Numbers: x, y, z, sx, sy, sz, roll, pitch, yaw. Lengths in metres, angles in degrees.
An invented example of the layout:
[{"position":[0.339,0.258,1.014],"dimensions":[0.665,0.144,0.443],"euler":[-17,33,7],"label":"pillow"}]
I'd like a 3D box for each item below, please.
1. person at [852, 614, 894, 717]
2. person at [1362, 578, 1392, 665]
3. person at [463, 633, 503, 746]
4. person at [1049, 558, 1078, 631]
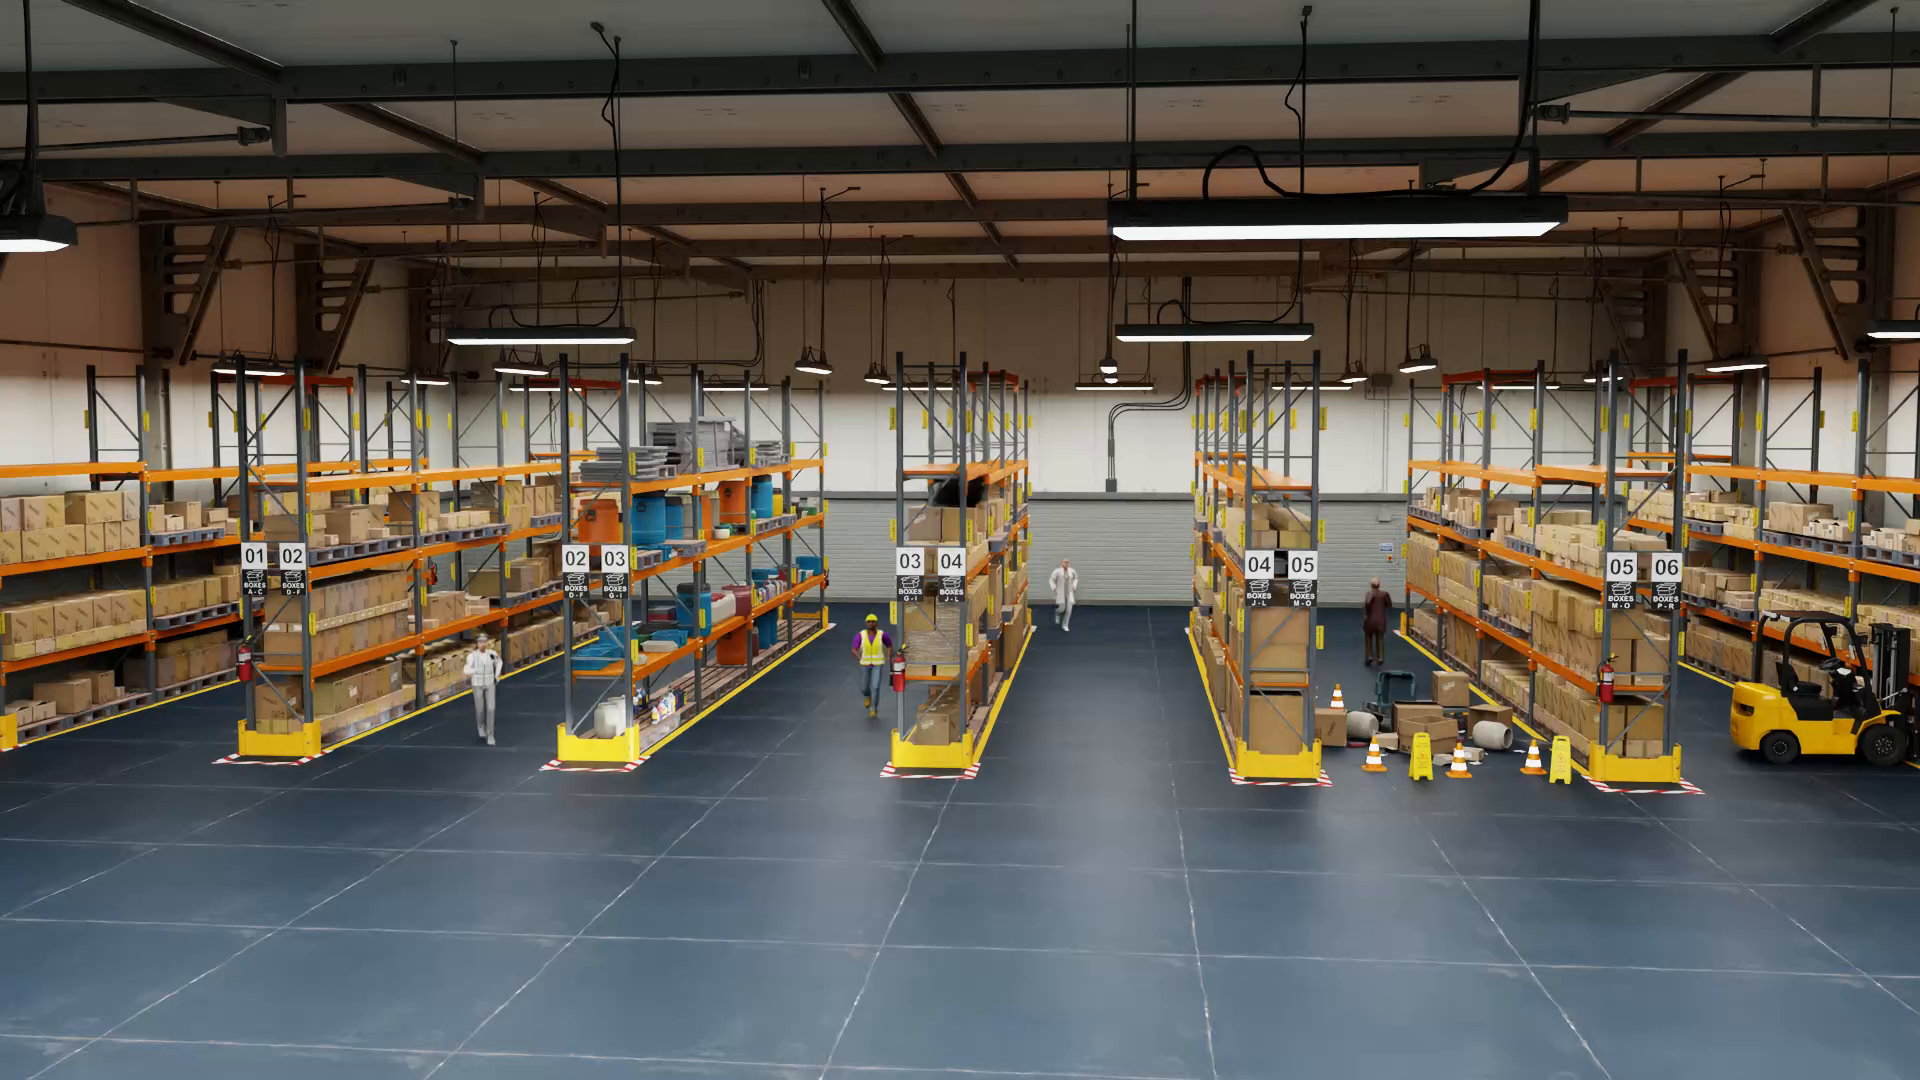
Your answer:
[{"position":[-1.493,2.127,28.341],"dimensions":[0.714,1.733,0.791],"euler":[0,4,2],"label":"person"},{"position":[8.526,1.713,33.996],"dimensions":[0.669,1.855,0.828],"euler":[0,4,-5],"label":"person"},{"position":[-7.435,2.307,25.954],"dimensions":[0.601,1.745,0.752],"euler":[-1,4,-18],"label":"person"},{"position":[2.508,1.302,40.114],"dimensions":[0.725,1.737,0.702],"euler":[-1,4,-14],"label":"person"}]
